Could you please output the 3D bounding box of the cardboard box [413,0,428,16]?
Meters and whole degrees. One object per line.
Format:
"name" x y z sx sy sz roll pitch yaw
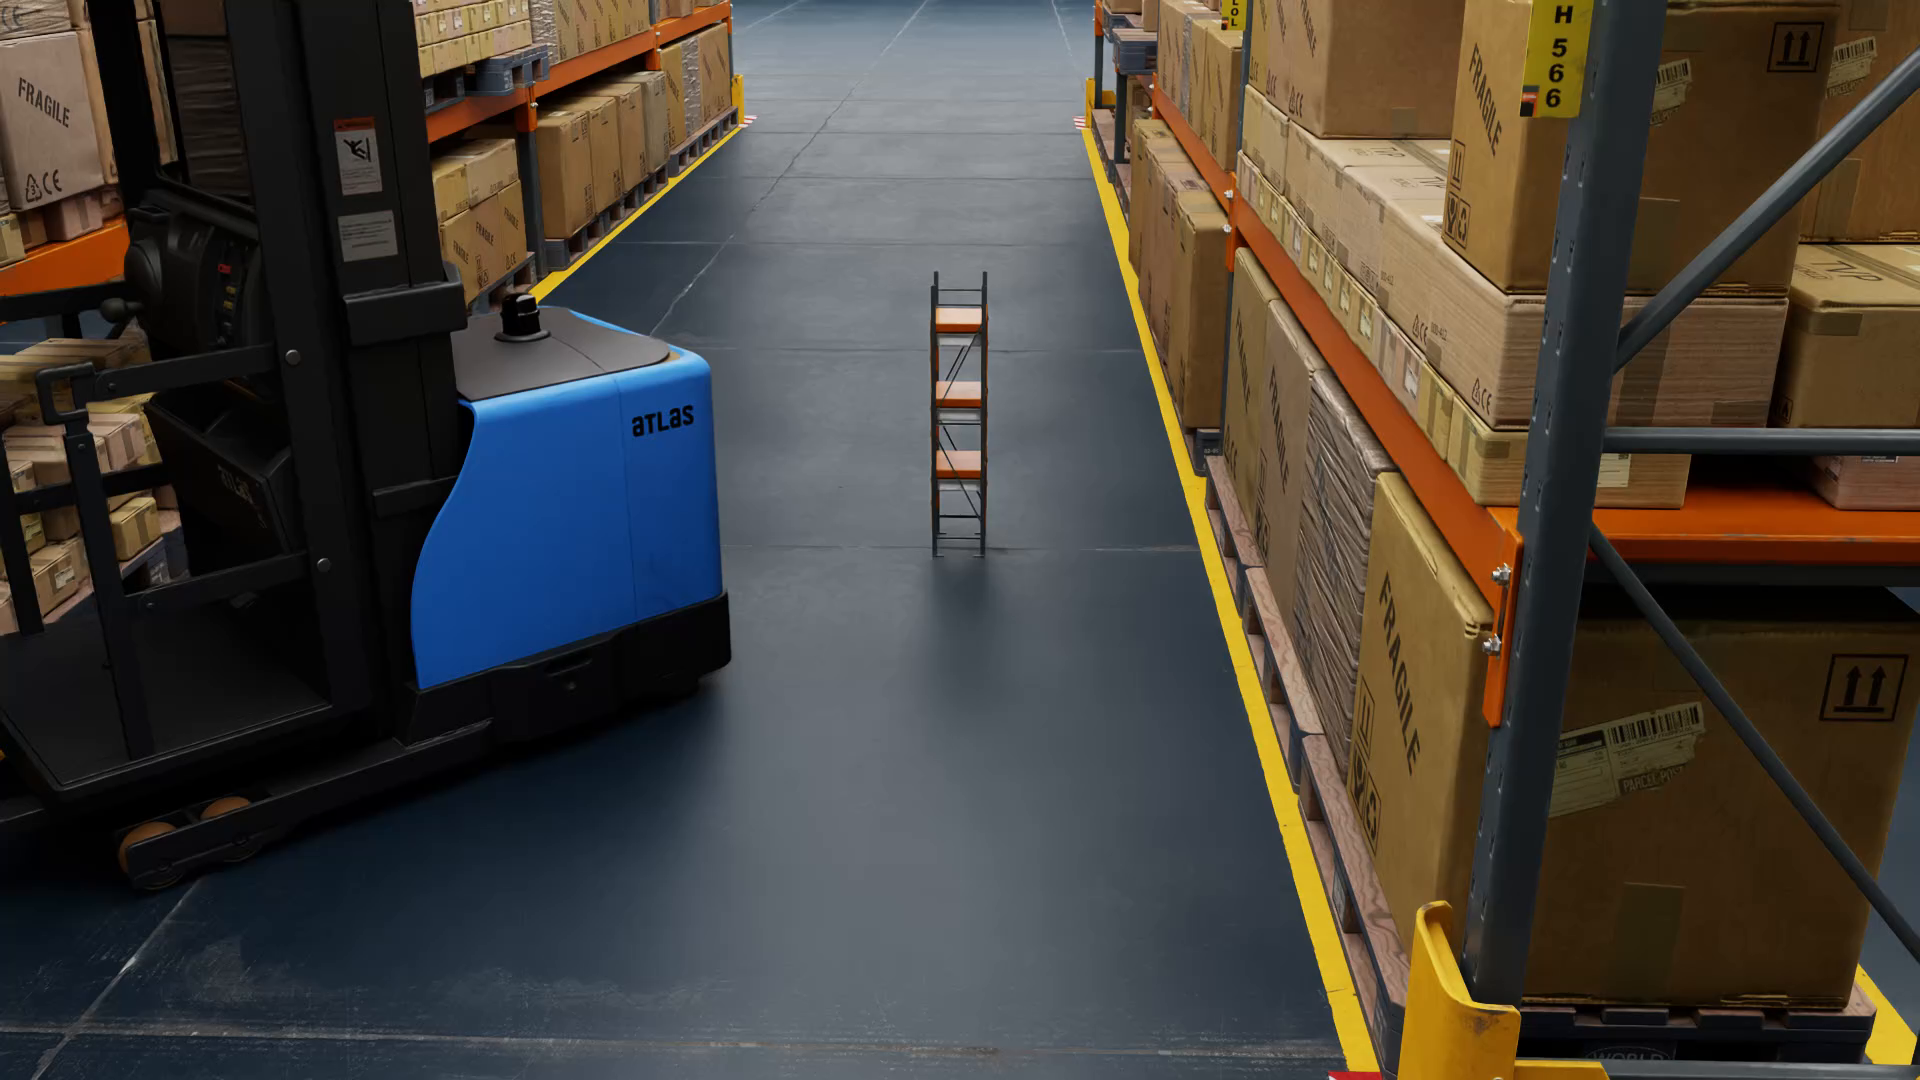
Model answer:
"cardboard box" -2.850 -2.655 8.169 0.380 0.149 0.250 1 21 4

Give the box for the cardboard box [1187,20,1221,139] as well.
"cardboard box" 1.367 -2.189 7.887 0.500 0.500 0.500 0 21 1

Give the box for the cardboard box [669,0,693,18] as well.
"cardboard box" -2.989 -5.183 15.533 0.875 0.550 0.550 1 21 2

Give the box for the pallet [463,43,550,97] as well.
"pallet" -3.153 -2.792 9.843 1.213 0.211 1.003 1 21 2

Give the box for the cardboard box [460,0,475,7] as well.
"cardboard box" -2.830 -2.945 8.916 0.380 0.149 0.250 1 21 2

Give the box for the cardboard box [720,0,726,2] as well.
"cardboard box" -2.961 -5.968 17.556 0.875 0.550 0.550 1 21 2

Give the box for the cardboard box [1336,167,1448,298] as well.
"cardboard box" 1.254 -0.771 4.165 0.500 0.250 0.500 0 21 0

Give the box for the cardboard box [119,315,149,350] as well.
"cardboard box" -3.589 -0.995 7.821 0.500 0.500 0.500 0 21 1

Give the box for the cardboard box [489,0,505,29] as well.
"cardboard box" -2.810 -2.982 9.424 0.380 0.149 0.250 1 21 3

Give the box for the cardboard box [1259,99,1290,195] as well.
"cardboard box" 1.299 -1.325 5.593 0.500 0.250 0.500 1 21 1

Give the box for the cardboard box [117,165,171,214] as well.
"cardboard box" -3.101 -1.281 6.030 0.380 0.149 0.250 1 21 4

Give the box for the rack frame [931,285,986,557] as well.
"rack frame" -0.005 -0.426 6.175 0.200 1.050 0.008 1 21 2

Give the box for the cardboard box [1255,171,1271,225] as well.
"cardboard box" 1.238 -1.192 5.802 0.380 0.149 0.250 1 21 3

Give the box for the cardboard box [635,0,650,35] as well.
"cardboard box" -2.865 -4.442 13.691 0.500 0.500 0.500 1 21 1

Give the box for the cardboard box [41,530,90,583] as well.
"cardboard box" -3.138 0.053 5.607 0.380 0.149 0.250 1 21 3

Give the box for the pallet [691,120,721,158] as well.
"pallet" -2.981 -4.003 16.553 1.003 0.211 1.213 1 21 2

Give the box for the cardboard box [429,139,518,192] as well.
"cardboard box" -2.997 -2.270 10.071 0.500 0.250 0.500 0 21 0

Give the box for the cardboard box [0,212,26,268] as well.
"cardboard box" -3.110 -0.905 5.062 0.380 0.149 0.250 1 21 3

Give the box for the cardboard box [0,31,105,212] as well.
"cardboard box" -3.126 -1.334 5.270 0.500 0.500 0.500 1 21 1

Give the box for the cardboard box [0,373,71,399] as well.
"cardboard box" -3.603 -0.525 6.273 0.380 0.149 0.250 0 21 1

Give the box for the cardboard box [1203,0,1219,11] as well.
"cardboard box" 1.655 -3.064 8.753 0.797 0.503 0.637 1 21 3

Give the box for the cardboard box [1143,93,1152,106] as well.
"cardboard box" 1.890 -3.670 14.716 0.500 0.500 0.500 0 21 0

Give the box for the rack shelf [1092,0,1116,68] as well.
"rack shelf" 1.899 -4.883 15.962 1.077 0.370 4.000 1 21 2

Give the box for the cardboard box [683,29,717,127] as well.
"cardboard box" -2.974 -4.674 16.785 0.875 0.875 0.875 0 21 1

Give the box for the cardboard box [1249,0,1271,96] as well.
"cardboard box" 1.325 -1.851 5.912 0.500 0.500 0.500 1 21 2

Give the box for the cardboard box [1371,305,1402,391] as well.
"cardboard box" 1.178 -0.447 3.882 0.380 0.149 0.250 1 21 3

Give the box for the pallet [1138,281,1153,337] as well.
"pallet" 1.617 -1.465 10.013 1.003 0.211 1.213 1 21 2

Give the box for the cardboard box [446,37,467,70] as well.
"cardboard box" -2.838 -2.572 8.777 0.380 0.149 0.250 1 21 3

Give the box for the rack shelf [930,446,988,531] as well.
"rack shelf" -0.002 -0.201 6.394 0.215 0.259 0.240 1 21 2

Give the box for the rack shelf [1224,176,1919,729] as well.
"rack shelf" 1.534 -0.544 4.780 1.077 0.370 4.000 1 21 2

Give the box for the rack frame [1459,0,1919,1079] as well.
"rack frame" 1.470 -0.157 2.786 0.949 2.616 0.053 1 21 2

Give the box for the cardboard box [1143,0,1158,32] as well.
"cardboard box" 1.610 -3.690 11.174 0.700 0.500 0.500 4 22 10

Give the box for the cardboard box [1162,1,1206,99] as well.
"cardboard box" 1.416 -2.736 9.297 0.500 0.500 0.500 0 21 0

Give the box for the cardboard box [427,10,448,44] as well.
"cardboard box" -3.169 -2.598 8.640 1.036 0.298 0.538 0 21 1

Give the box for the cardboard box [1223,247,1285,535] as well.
"cardboard box" 1.495 -0.570 6.209 0.875 0.875 0.875 1 21 2

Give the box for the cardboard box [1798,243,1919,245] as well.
"cardboard box" 1.767 -0.584 3.683 0.500 0.250 0.500 0 21 1

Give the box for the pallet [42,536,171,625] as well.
"pallet" -3.379 0.292 5.486 1.003 0.211 1.213 1 21 2

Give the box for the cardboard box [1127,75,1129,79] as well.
"cardboard box" 1.940 -4.530 16.932 0.500 0.500 0.500 6 22 16

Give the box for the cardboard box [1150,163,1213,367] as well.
"cardboard box" 1.621 -1.363 8.251 1.225 0.875 0.875 0 21 0

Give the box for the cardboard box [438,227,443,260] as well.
"cardboard box" -3.055 -1.370 8.787 0.500 0.500 0.500 1 21 3

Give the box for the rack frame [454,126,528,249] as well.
"rack frame" -3.235 -3.140 10.475 0.949 2.616 0.053 1 21 2

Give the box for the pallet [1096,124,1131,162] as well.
"pallet" 1.857 -3.881 16.239 1.003 0.211 1.213 1 21 2

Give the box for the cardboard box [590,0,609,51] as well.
"cardboard box" -2.909 -3.893 12.276 0.500 0.500 0.500 0 21 1

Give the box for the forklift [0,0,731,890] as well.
"forklift" -2.171 -0.690 4.256 3.031 2.935 1.130 -18 27 -38

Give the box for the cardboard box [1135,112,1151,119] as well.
"cardboard box" 1.765 -3.141 13.325 0.700 0.500 0.500 1 21 1

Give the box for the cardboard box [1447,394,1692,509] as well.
"cardboard box" 1.155 -0.172 3.172 0.380 0.149 0.250 1 21 3

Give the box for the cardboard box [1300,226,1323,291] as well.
"cardboard box" 1.207 -0.819 4.840 0.380 0.149 0.250 0 21 0

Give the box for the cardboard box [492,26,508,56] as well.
"cardboard box" -2.810 -2.853 9.501 0.380 0.149 0.250 1 21 3

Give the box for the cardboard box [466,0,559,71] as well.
"cardboard box" -2.955 -3.346 10.868 0.500 0.500 0.500 1 21 2

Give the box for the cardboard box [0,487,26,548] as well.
"cardboard box" -3.106 -0.054 5.058 0.380 0.149 0.250 1 21 2

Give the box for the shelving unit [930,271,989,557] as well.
"shelving unit" -0.002 -0.470 6.289 0.215 1.050 0.252 1 21 2

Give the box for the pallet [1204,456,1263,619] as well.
"pallet" 1.493 -0.029 6.311 1.003 0.211 1.213 1 21 2

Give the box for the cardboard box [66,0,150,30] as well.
"cardboard box" -3.114 -1.985 5.568 0.500 0.500 0.500 0 21 0

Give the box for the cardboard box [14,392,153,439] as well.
"cardboard box" -3.165 -0.431 6.030 0.380 0.149 0.250 1 21 3

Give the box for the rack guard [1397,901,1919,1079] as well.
"rack guard" 1.472 1.017 3.216 1.175 0.500 0.348 1 21 2
